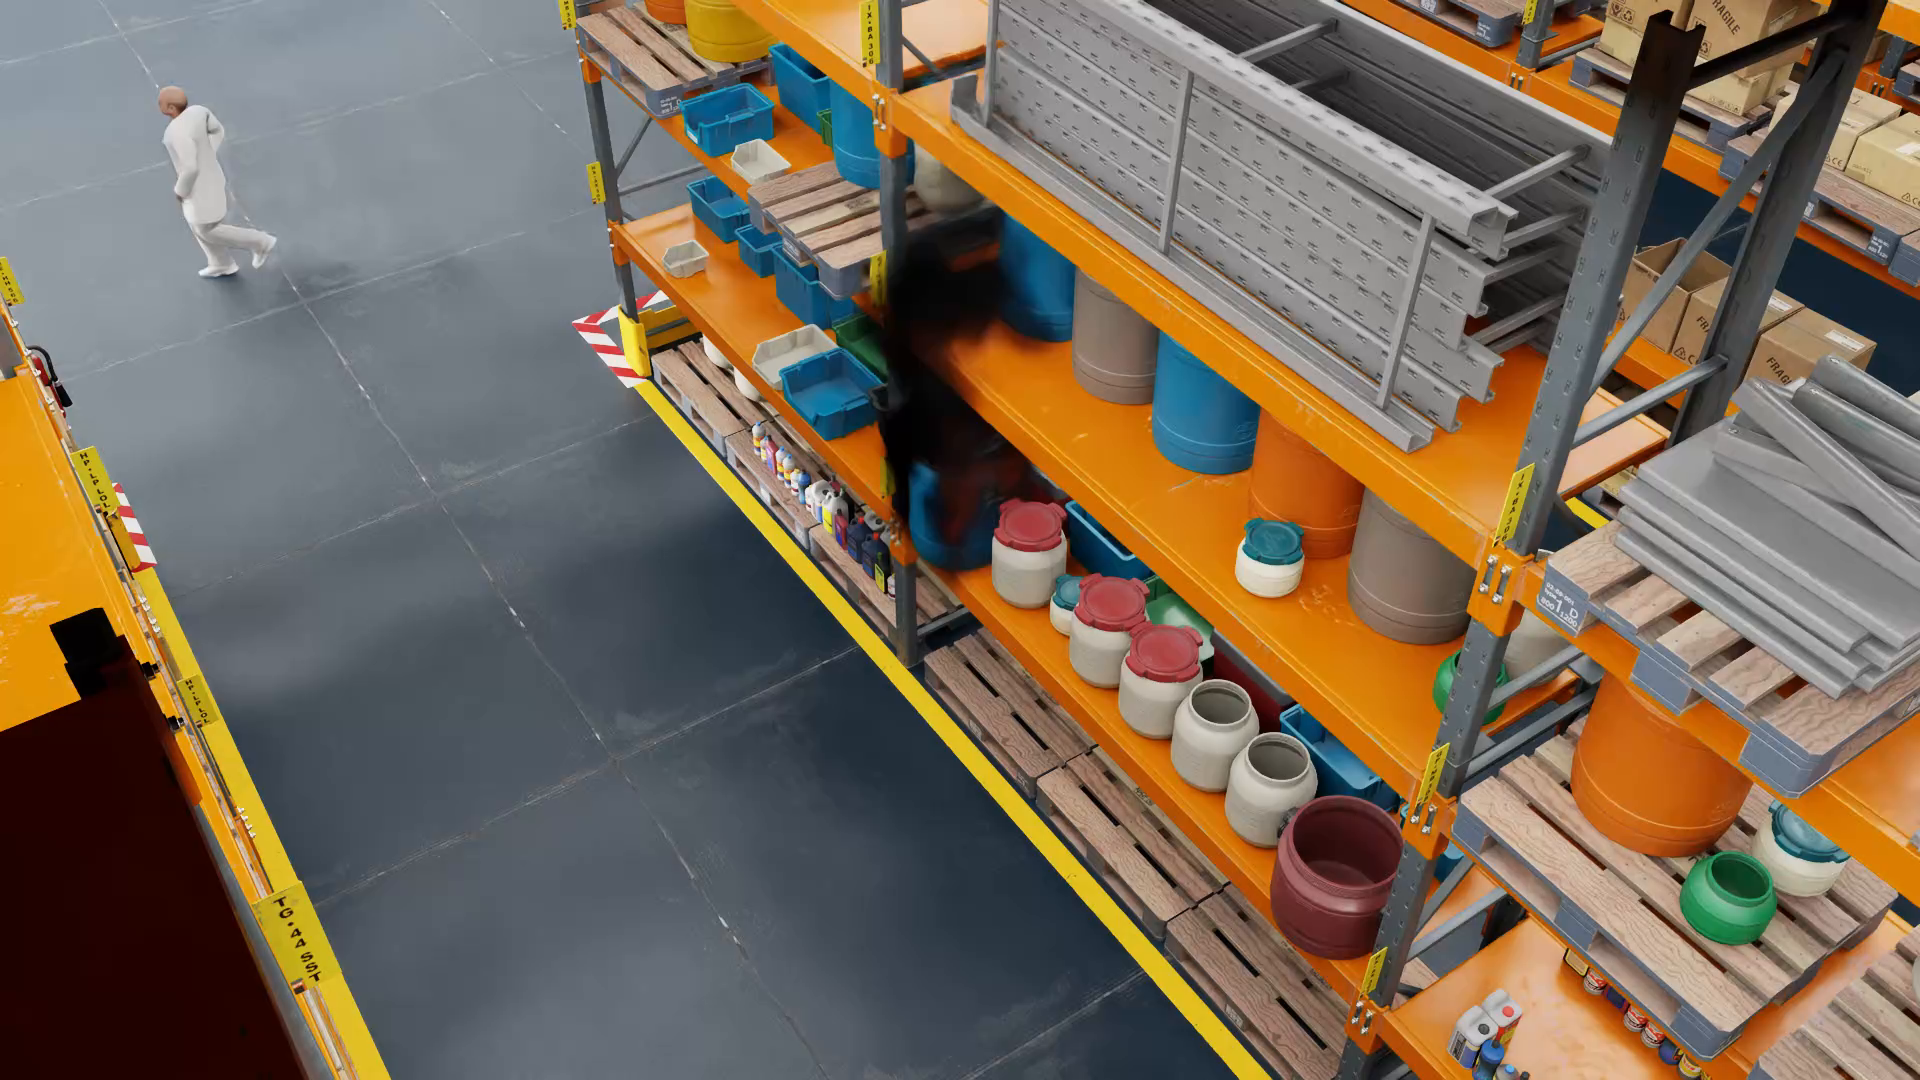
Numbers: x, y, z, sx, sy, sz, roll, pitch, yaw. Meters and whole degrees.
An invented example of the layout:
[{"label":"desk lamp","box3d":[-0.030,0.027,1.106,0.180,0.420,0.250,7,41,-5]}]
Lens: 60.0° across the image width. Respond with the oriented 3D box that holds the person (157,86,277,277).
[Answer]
[{"label":"person","box3d":[-6.137,-2.915,13.680,0.790,1.771,0.734,-2,43,-3]}]
